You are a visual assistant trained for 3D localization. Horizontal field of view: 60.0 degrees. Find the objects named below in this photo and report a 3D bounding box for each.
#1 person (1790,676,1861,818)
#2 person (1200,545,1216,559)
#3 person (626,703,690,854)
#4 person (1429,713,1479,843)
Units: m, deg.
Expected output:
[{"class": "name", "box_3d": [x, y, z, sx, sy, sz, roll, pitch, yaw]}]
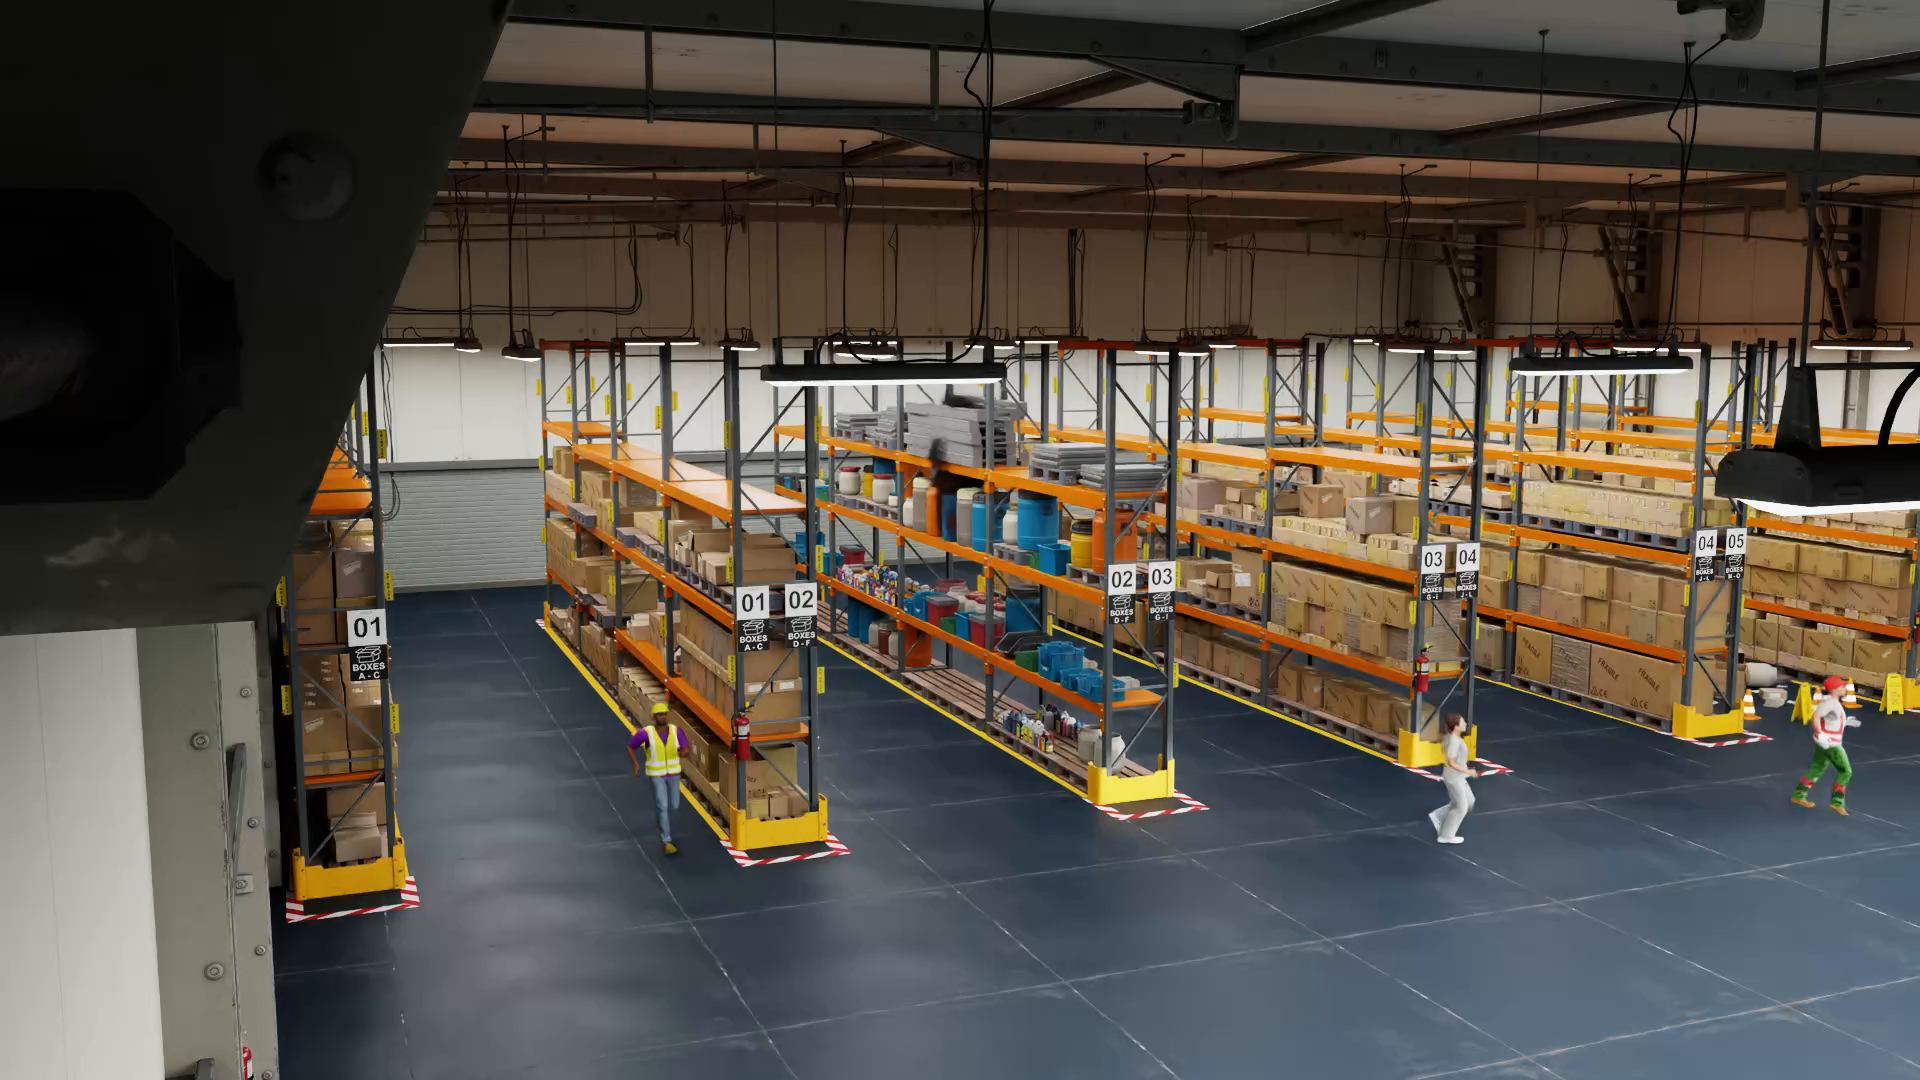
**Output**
[{"class": "person", "box_3d": [11.227, 2.665, 21.521, 0.783, 1.845, 0.639, 2, 8, 14]}, {"class": "person", "box_3d": [6.212, 0.096, 41.753, 0.612, 1.605, 0.678, 6, 9, 38]}, {"class": "person", "box_3d": [-3.578, 2.843, 20.074, 0.728, 1.737, 0.931, -4, 9, -29]}, {"class": "person", "box_3d": [6.044, 2.901, 20.232, 0.502, 1.624, 0.541, 2, 8, 13]}]
